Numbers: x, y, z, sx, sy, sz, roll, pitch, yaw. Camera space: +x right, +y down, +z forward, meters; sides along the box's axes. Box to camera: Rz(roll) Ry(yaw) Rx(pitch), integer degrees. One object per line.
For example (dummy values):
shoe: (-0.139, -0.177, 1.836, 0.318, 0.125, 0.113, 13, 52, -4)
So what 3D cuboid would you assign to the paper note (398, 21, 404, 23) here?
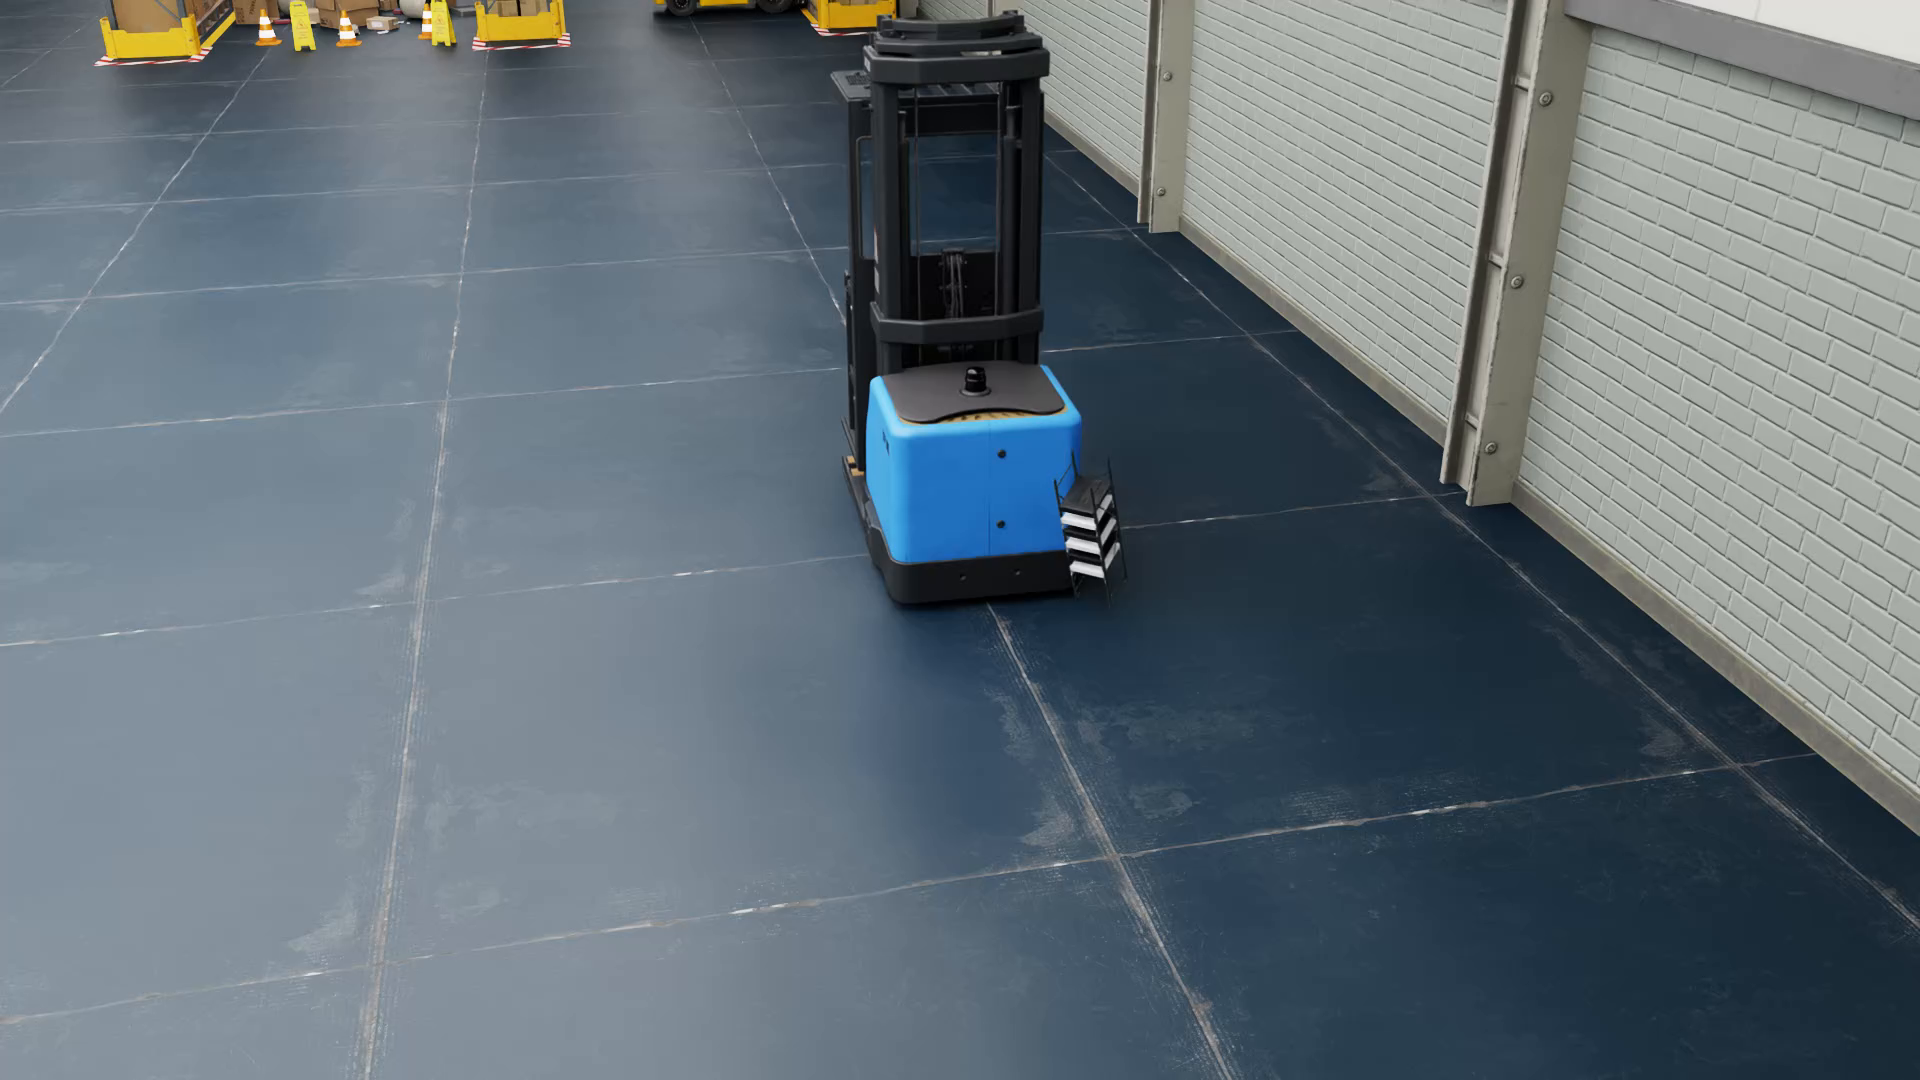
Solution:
paper note: (-8.591, -7.915, 25.411, 0.148, 0.019, 0.142, 3, 27, 6)

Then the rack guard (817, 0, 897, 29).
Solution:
rack guard: (-1.553, -8.024, 25.093, 1.175, 0.500, 0.348, -6, 27, -12)

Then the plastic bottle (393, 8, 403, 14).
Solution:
plastic bottle: (-8.831, -8.332, 26.190, 0.133, 0.061, 0.283, -1, 27, -3)

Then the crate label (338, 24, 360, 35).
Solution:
crate label: (-8.990, -7.502, 24.461, 0.250, 0.136, 0.298, -23, 35, -38)

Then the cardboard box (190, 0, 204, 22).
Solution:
cardboard box: (-11.611, -8.014, 24.191, 0.875, 0.875, 0.875, -6, 27, -12)

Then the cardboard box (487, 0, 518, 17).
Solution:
cardboard box: (-6.843, -7.943, 24.744, 0.500, 0.250, 0.500, -6, 27, -12)

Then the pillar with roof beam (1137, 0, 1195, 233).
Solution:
pillar with roof beam: (-2.327, -6.521, 12.683, 9.100, 9.000, 0.400, -6, 27, -12)

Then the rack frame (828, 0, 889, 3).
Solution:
rack frame: (-1.558, -9.151, 24.551, 1.000, 3.000, 0.127, -6, 27, -12)

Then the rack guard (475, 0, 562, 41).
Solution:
rack guard: (-6.411, -7.562, 24.178, 1.175, 0.500, 0.348, -6, 27, -12)

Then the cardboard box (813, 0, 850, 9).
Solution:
cardboard box: (-1.972, -8.285, 25.421, 0.500, 0.250, 0.500, -6, 27, -11)

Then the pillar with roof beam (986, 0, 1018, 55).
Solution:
pillar with roof beam: (-3.679, -9.155, 17.901, 9.100, 9.000, 0.400, -6, 27, -12)

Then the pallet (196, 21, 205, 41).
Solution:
pallet: (-11.450, -7.196, 23.773, 1.003, 0.211, 1.213, -6, 27, -12)

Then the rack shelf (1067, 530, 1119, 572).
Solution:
rack shelf: (0.719, 0.039, 8.882, 0.200, 0.077, 0.258, 13, 50, 26)

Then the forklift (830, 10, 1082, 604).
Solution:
forklift: (-0.130, -1.609, 9.686, 1.130, 2.935, 3.031, -5, 27, -10)

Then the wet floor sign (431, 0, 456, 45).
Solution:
wet floor sign: (-7.393, -7.402, 23.699, 0.267, 0.644, 0.232, 3, 27, 6)

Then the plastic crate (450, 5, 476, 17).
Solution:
plastic crate: (-7.740, -8.325, 26.155, 0.402, 0.080, 0.583, -16, 31, -29)

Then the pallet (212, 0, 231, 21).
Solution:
pallet: (-12.000, -8.267, 25.895, 1.003, 0.211, 1.213, -6, 27, -12)

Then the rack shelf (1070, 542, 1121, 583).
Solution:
rack shelf: (0.735, 0.102, 8.944, 0.200, 0.077, 0.258, 13, 50, 26)

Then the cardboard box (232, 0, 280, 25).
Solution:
cardboard box: (-10.745, -8.162, 25.363, 0.500, 0.500, 0.500, -1, 27, -3)

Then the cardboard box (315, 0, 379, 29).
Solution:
cardboard box: (-9.256, -8.045, 25.130, 0.637, 0.503, 0.797, 19, 32, 32)

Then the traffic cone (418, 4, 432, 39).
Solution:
traffic cone: (-7.747, -7.570, 24.235, 0.336, 0.463, 0.334, -6, 27, -12)

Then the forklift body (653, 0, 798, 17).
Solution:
forklift body: (-3.763, -9.419, 26.024, 2.313, 2.155, 1.214, -6, 27, -12)

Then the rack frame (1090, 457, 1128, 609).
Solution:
rack frame: (0.787, -0.026, 8.752, 0.006, 0.900, 0.240, 13, 50, 26)

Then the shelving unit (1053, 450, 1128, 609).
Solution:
shelving unit: (0.698, -0.047, 8.796, 0.210, 0.900, 0.258, 13, 50, 26)

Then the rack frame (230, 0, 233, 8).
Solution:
rack frame: (-12.095, -9.854, 25.944, 1.000, 3.000, 0.127, -6, 27, -12)

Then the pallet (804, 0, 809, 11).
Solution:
pallet: (-2.043, -8.772, 26.895, 1.003, 0.211, 1.213, -6, 27, -12)

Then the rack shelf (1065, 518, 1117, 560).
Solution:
rack shelf: (0.703, -0.024, 8.819, 0.200, 0.077, 0.258, 13, 50, 26)

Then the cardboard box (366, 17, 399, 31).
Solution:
cardboard box: (-8.657, -7.742, 24.924, 0.380, 0.149, 0.250, 8, 28, 15)

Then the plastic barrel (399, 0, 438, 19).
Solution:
plastic barrel: (-8.334, -8.248, 25.621, 0.512, 0.421, 0.421, 13, 30, 24)

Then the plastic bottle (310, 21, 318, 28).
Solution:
plastic bottle: (-9.793, -7.780, 25.097, 0.133, 0.061, 0.283, -16, 31, -29)

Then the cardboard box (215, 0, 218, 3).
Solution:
cardboard box: (-12.021, -8.810, 25.767, 0.875, 0.875, 0.875, -6, 27, -11)
